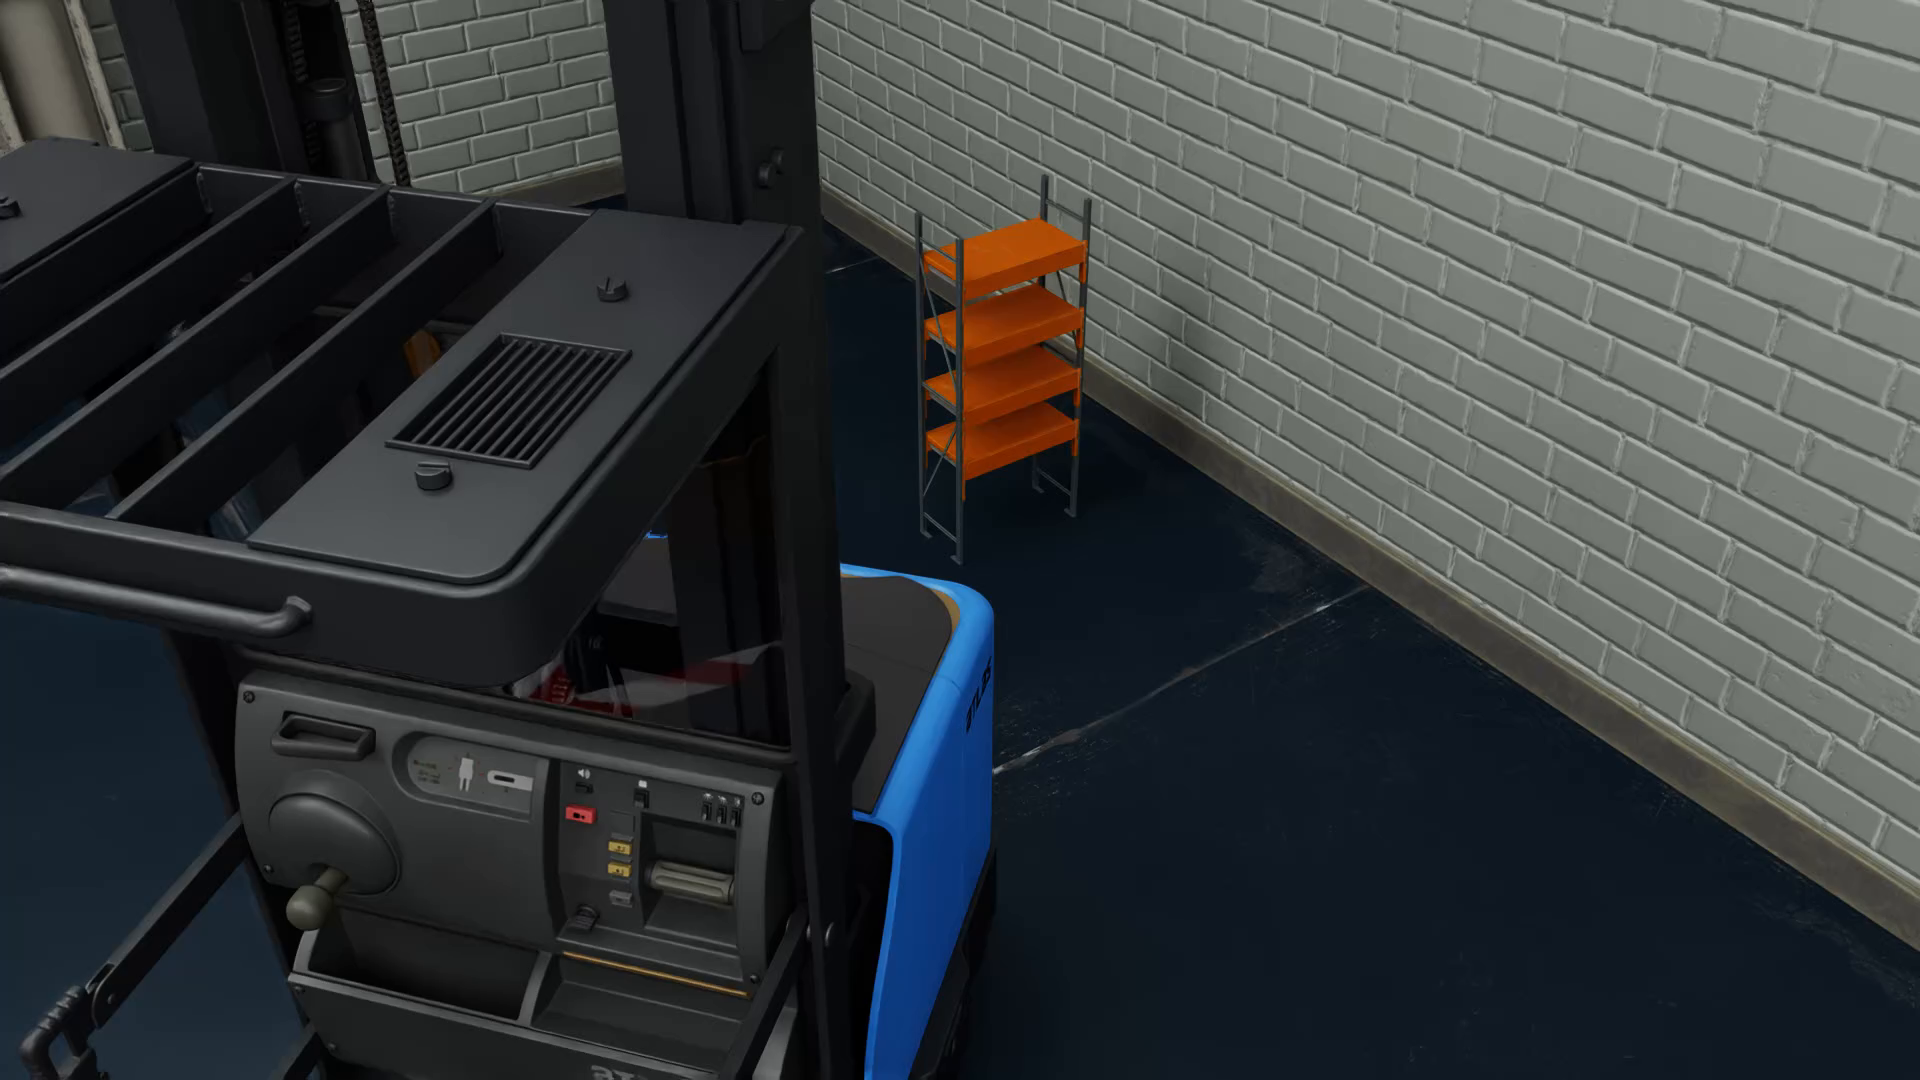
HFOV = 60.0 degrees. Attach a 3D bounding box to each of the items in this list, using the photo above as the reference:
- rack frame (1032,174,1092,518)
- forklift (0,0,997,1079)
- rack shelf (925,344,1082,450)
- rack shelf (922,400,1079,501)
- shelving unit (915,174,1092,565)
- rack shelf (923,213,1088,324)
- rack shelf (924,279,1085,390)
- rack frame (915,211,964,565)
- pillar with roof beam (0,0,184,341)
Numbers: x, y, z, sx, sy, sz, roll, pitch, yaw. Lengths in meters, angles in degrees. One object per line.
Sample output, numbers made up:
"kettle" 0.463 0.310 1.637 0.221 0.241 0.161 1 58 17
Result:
"rack frame" 0.335 -0.625 5.591 0.015 1.200 0.240 -22 41 -28
"forklift" -0.791 0.542 2.486 1.130 2.935 3.031 9 37 12
"rack shelf" 0.135 -0.488 5.516 0.480 0.148 0.258 -22 41 -28
"rack shelf" 0.135 -0.327 5.632 0.480 0.148 0.258 -22 41 -28
"shelving unit" 0.135 -0.543 5.477 0.503 1.200 0.258 -22 41 -28
"rack shelf" 0.135 -0.862 5.248 0.480 0.148 0.258 -22 41 -28
"rack shelf" 0.135 -0.670 5.386 0.480 0.148 0.258 -22 41 -28
"rack frame" -0.064 -0.461 5.363 0.015 1.200 0.240 -22 41 -28
"pillar with roof beam" -0.993 -2.449 1.448 0.400 9.000 9.100 -22 41 -28
